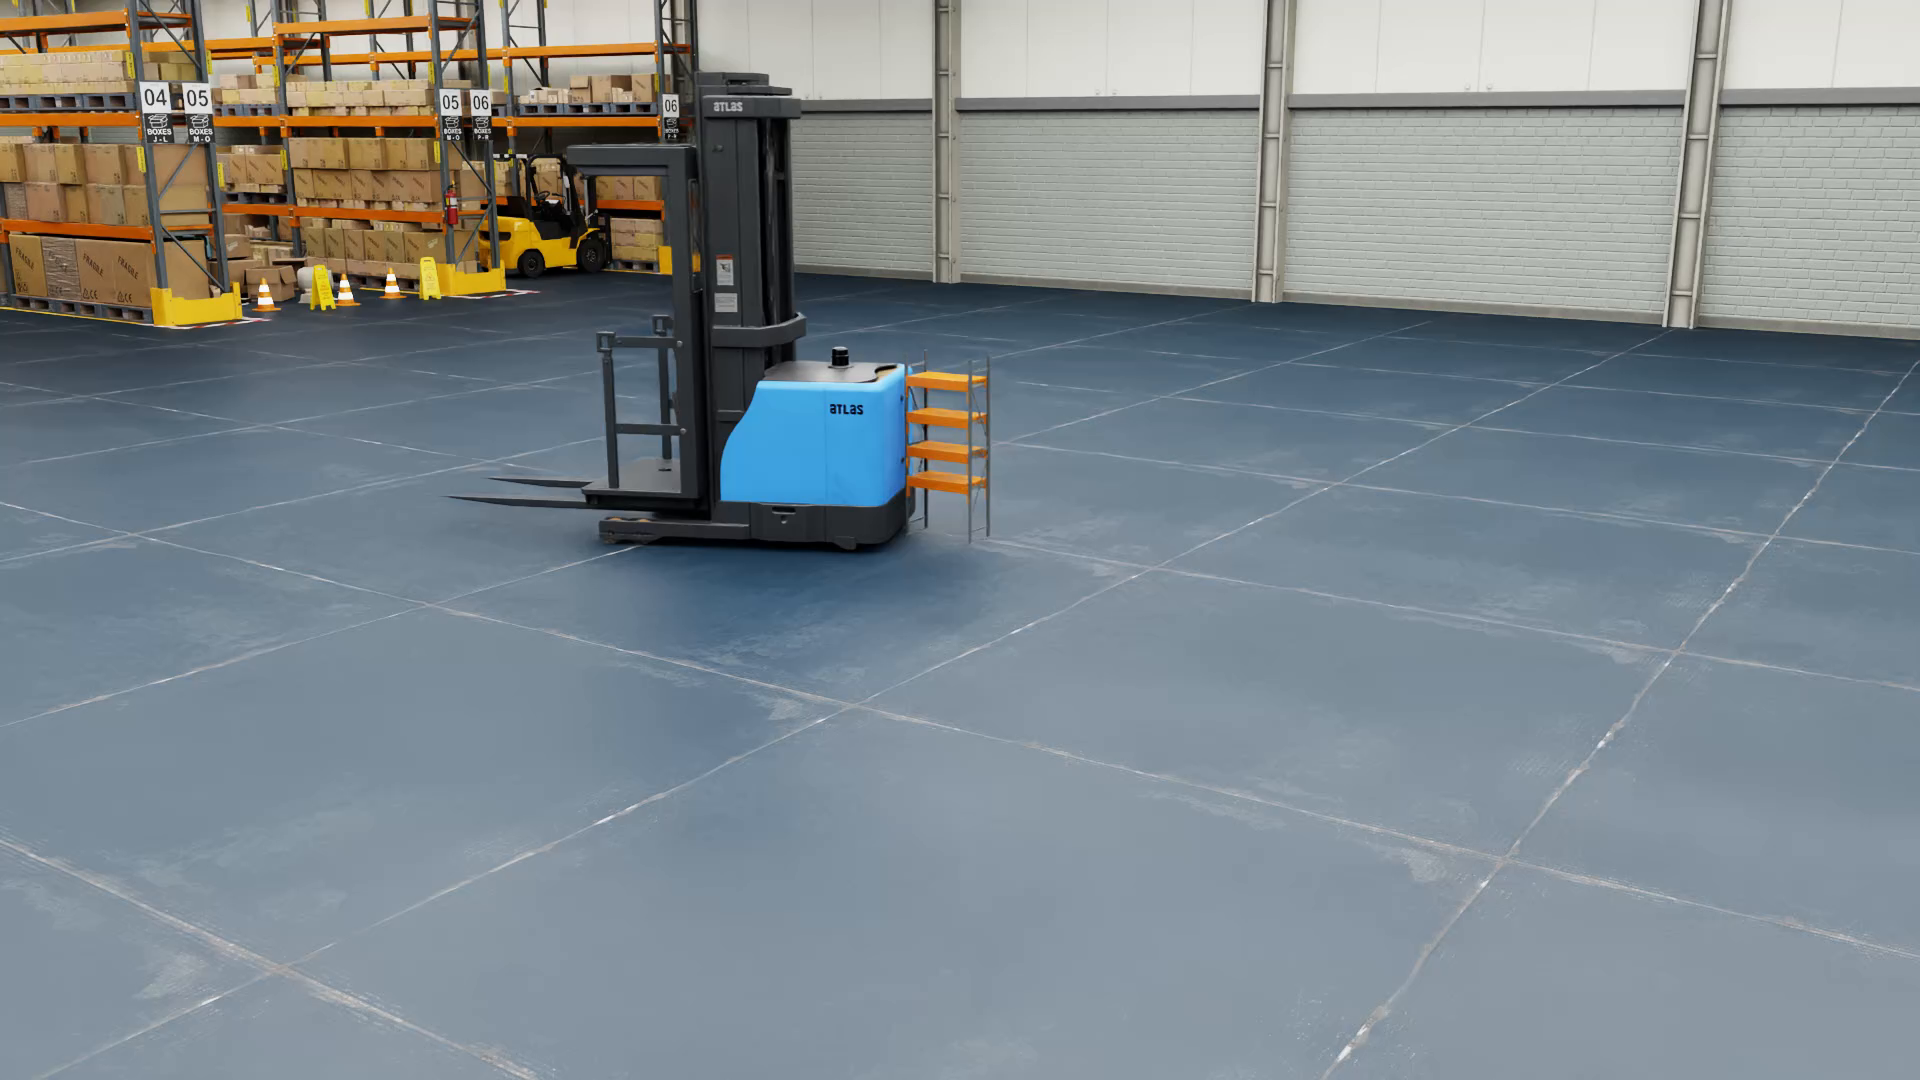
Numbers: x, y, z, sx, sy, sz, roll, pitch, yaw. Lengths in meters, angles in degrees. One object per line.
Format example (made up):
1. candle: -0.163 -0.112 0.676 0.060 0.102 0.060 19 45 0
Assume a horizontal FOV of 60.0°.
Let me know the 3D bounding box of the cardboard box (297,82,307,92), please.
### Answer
1. cardboard box: -10.904 -7.613 27.955 0.250 0.149 0.380 10 17 34

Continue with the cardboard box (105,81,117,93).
1. cardboard box: -11.249 -6.088 22.375 0.250 0.149 0.380 9 17 33

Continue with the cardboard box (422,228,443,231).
1. cardboard box: -8.868 -4.960 27.906 0.500 0.500 0.500 8 16 31

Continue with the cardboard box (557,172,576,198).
1. cardboard box: -7.364 -6.821 31.927 0.500 0.500 0.500 9 17 32

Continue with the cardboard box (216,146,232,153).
1. cardboard box: -16.935 -8.747 38.050 0.500 0.500 0.500 10 17 34

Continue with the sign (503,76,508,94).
1. sign: -8.743 -8.768 32.029 0.005 0.325 0.100 9 17 33

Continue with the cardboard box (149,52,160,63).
1. cardboard box: -10.882 -6.607 22.808 0.250 0.149 0.380 9 17 33

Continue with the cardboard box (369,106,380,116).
1. cardboard box: -9.395 -6.995 27.119 0.250 0.149 0.380 9 16 31

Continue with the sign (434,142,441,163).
1. sign: -8.223 -6.099 26.151 0.005 0.325 0.100 9 17 33

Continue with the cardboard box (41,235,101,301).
1. cardboard box: -12.661 -3.982 24.212 0.875 0.875 0.875 9 17 33

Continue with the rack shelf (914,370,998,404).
1. rack shelf: -0.023 -0.983 10.660 0.480 0.148 0.258 9 16 32

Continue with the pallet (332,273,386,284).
1. pallet: -10.638 -4.591 28.931 1.213 0.211 1.003 9 17 33

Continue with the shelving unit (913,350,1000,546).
1. shelving unit: -0.023 -0.601 10.755 0.503 1.200 0.258 9 16 32

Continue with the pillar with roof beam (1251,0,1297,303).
1. pillar with roof beam: 2.351 -7.199 21.179 0.400 9.000 9.100 9 17 33

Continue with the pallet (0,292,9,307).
1. pallet: -14.576 -3.762 25.582 1.213 0.211 1.003 9 17 33

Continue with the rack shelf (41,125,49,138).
1. rack shelf: -15.554 -6.403 25.699 4.000 0.370 1.077 9 17 33

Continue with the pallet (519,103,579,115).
1. pallet: -7.726 -8.322 32.141 1.213 0.211 1.003 9 17 33

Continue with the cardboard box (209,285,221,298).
1. cardboard box: -11.440 -3.837 25.771 0.258 0.266 0.396 13 19 42

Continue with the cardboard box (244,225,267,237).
1. cardboard box: -16.009 -7.032 37.803 0.258 0.266 0.396 10 17 35

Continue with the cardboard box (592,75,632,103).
1. cardboard box: -6.427 -8.407 31.009 0.500 0.500 0.700 9 17 33

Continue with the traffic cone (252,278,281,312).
1. traffic cone: -10.223 -3.614 24.459 0.334 0.463 0.336 9 17 33

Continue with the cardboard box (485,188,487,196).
1. cardboard box: -9.433 -7.027 33.280 0.500 0.250 0.500 9 17 32

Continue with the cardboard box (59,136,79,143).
1. cardboard box: -17.971 -8.044 33.436 0.250 0.149 0.380 9 16 32

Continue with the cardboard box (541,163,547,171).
1. cardboard box: -7.883 -7.223 32.200 0.250 0.149 0.380 9 17 33

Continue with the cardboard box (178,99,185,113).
1. cardboard box: -13.754 -7.940 30.205 0.500 0.500 0.700 9 17 33

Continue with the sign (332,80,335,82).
1. sign: -10.919 -7.844 28.950 0.005 0.325 0.100 9 17 33

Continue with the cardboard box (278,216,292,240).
1. cardboard box: -14.811 -6.972 37.072 0.500 0.500 0.500 10 17 35

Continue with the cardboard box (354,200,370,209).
1. cardboard box: -9.852 -5.598 27.718 0.250 0.149 0.380 9 17 33

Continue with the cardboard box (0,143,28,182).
1. cardboard box: -13.607 -5.568 24.515 0.550 0.550 0.875 9 17 33

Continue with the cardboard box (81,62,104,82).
1. cardboard box: -11.552 -6.348 22.594 0.500 0.250 0.500 9 17 33

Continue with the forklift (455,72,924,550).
1. forklift: -1.812 -1.509 10.820 3.031 2.935 1.130 2 14 10

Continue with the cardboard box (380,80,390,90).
1. cardboard box: -9.137 -7.351 26.895 0.250 0.149 0.380 9 17 33

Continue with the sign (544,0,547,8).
1. sign: -8.118 -10.568 32.513 0.005 0.325 0.100 9 17 33

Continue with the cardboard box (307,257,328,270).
1. cardboard box: -10.877 -4.764 28.675 0.500 0.250 0.500 8 16 30

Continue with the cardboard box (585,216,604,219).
1. cardboard box: -6.953 -6.038 31.741 0.500 0.250 0.500 9 16 32

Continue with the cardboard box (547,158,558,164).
1. cardboard box: -7.709 -7.320 31.972 0.250 0.149 0.380 10 17 34

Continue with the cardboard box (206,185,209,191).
1. cardboard box: -13.491 -6.417 30.154 0.250 0.149 0.380 10 17 36

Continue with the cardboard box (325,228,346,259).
1. cardboard box: -10.426 -5.059 28.304 0.500 0.500 0.500 10 17 35

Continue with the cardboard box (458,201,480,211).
1. cardboard box: -8.063 -5.456 27.146 0.250 0.149 0.380 9 17 33

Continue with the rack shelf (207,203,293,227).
1. rack shelf: -12.875 -5.947 30.102 4.000 0.370 1.077 9 17 33

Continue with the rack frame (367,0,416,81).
1. rack frame: -11.767 -10.467 34.378 0.127 3.000 1.000 9 17 33

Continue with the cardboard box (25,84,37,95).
1. cardboard box: -12.936 -6.361 23.477 0.250 0.149 0.380 9 16 32

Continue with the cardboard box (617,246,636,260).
1. cardboard box: -6.103 -5.419 31.322 0.500 0.250 0.500 9 17 33

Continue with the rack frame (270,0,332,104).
1. rack frame: -11.215 -8.940 28.211 0.127 3.000 1.000 9 17 33

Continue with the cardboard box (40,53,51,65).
1. cardboard box: -12.519 -6.680 23.106 0.250 0.149 0.380 9 17 33

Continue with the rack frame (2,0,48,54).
1. rack frame: -13.894 -7.940 24.169 0.127 3.000 1.000 9 17 33

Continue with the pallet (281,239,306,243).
1. pallet: -14.390 -6.636 37.191 1.213 0.211 1.003 9 17 33

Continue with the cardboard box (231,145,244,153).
1. cardboard box: -13.020 -7.113 30.264 0.250 0.149 0.380 8 16 30

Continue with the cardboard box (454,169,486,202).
1. cardboard box: -8.135 -5.803 27.197 0.500 0.500 0.500 9 16 32

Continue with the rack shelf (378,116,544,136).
1. rack shelf: -10.108 -8.393 33.741 4.000 0.370 1.077 9 17 33

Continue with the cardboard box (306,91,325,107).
1. cardboard box: -10.570 -7.375 27.823 0.500 0.250 0.500 9 17 32

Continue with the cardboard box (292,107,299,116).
1. cardboard box: -11.092 -7.270 28.231 0.250 0.149 0.380 9 16 32
